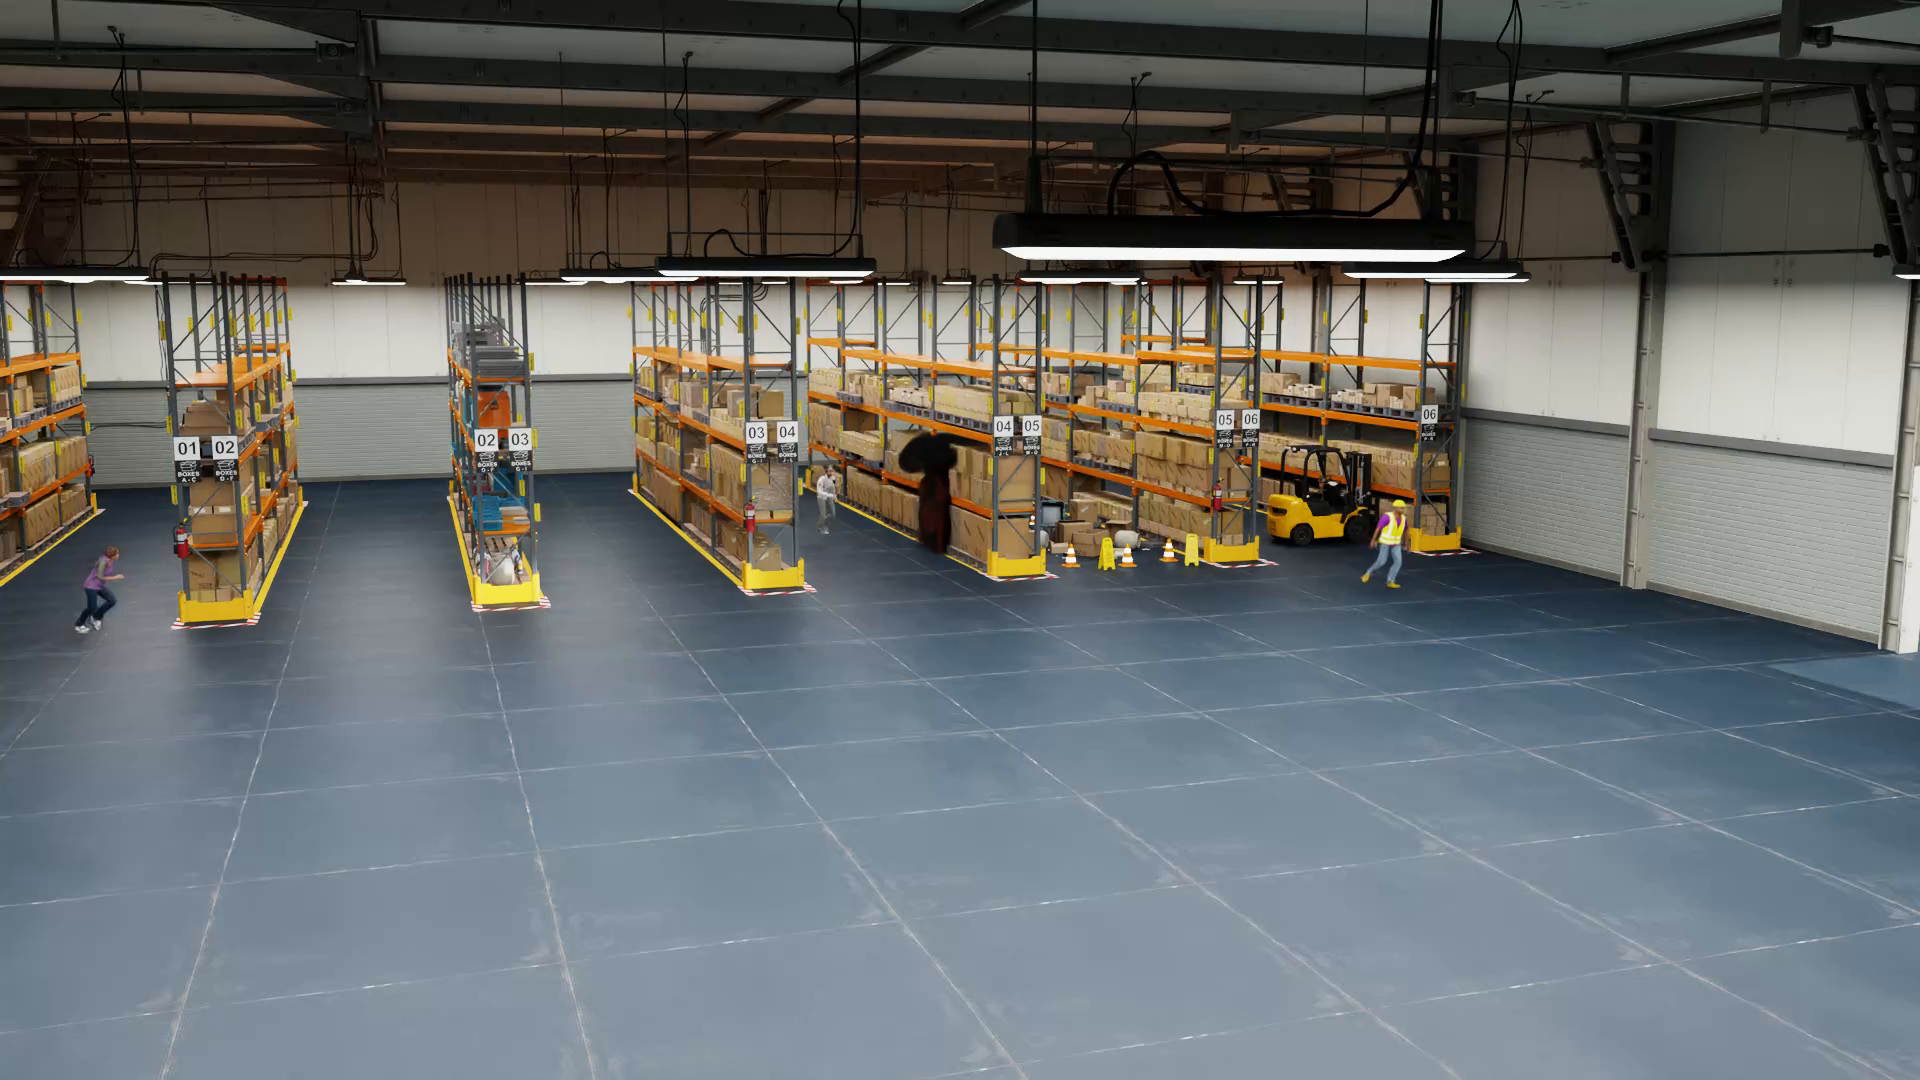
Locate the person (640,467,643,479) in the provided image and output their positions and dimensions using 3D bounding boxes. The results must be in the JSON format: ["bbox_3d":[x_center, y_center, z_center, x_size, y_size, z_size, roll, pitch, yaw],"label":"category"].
[{"bbox_3d":[-9.279,-2.522,49.270,0.948,1.671,0.523,5,10,29],"label":"person"}]

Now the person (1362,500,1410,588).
[{"bbox_3d":[8.216,0.053,32.067,0.774,1.709,0.762,-4,10,-27],"label":"person"}]

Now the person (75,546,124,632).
[{"bbox_3d":[-14.409,0.812,27.854,0.867,1.433,0.566,-1,9,-4],"label":"person"}]

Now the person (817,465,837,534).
[{"bbox_3d":[-2.950,-0.898,36.912,0.601,1.583,0.681,-8,11,-41],"label":"person"}]
